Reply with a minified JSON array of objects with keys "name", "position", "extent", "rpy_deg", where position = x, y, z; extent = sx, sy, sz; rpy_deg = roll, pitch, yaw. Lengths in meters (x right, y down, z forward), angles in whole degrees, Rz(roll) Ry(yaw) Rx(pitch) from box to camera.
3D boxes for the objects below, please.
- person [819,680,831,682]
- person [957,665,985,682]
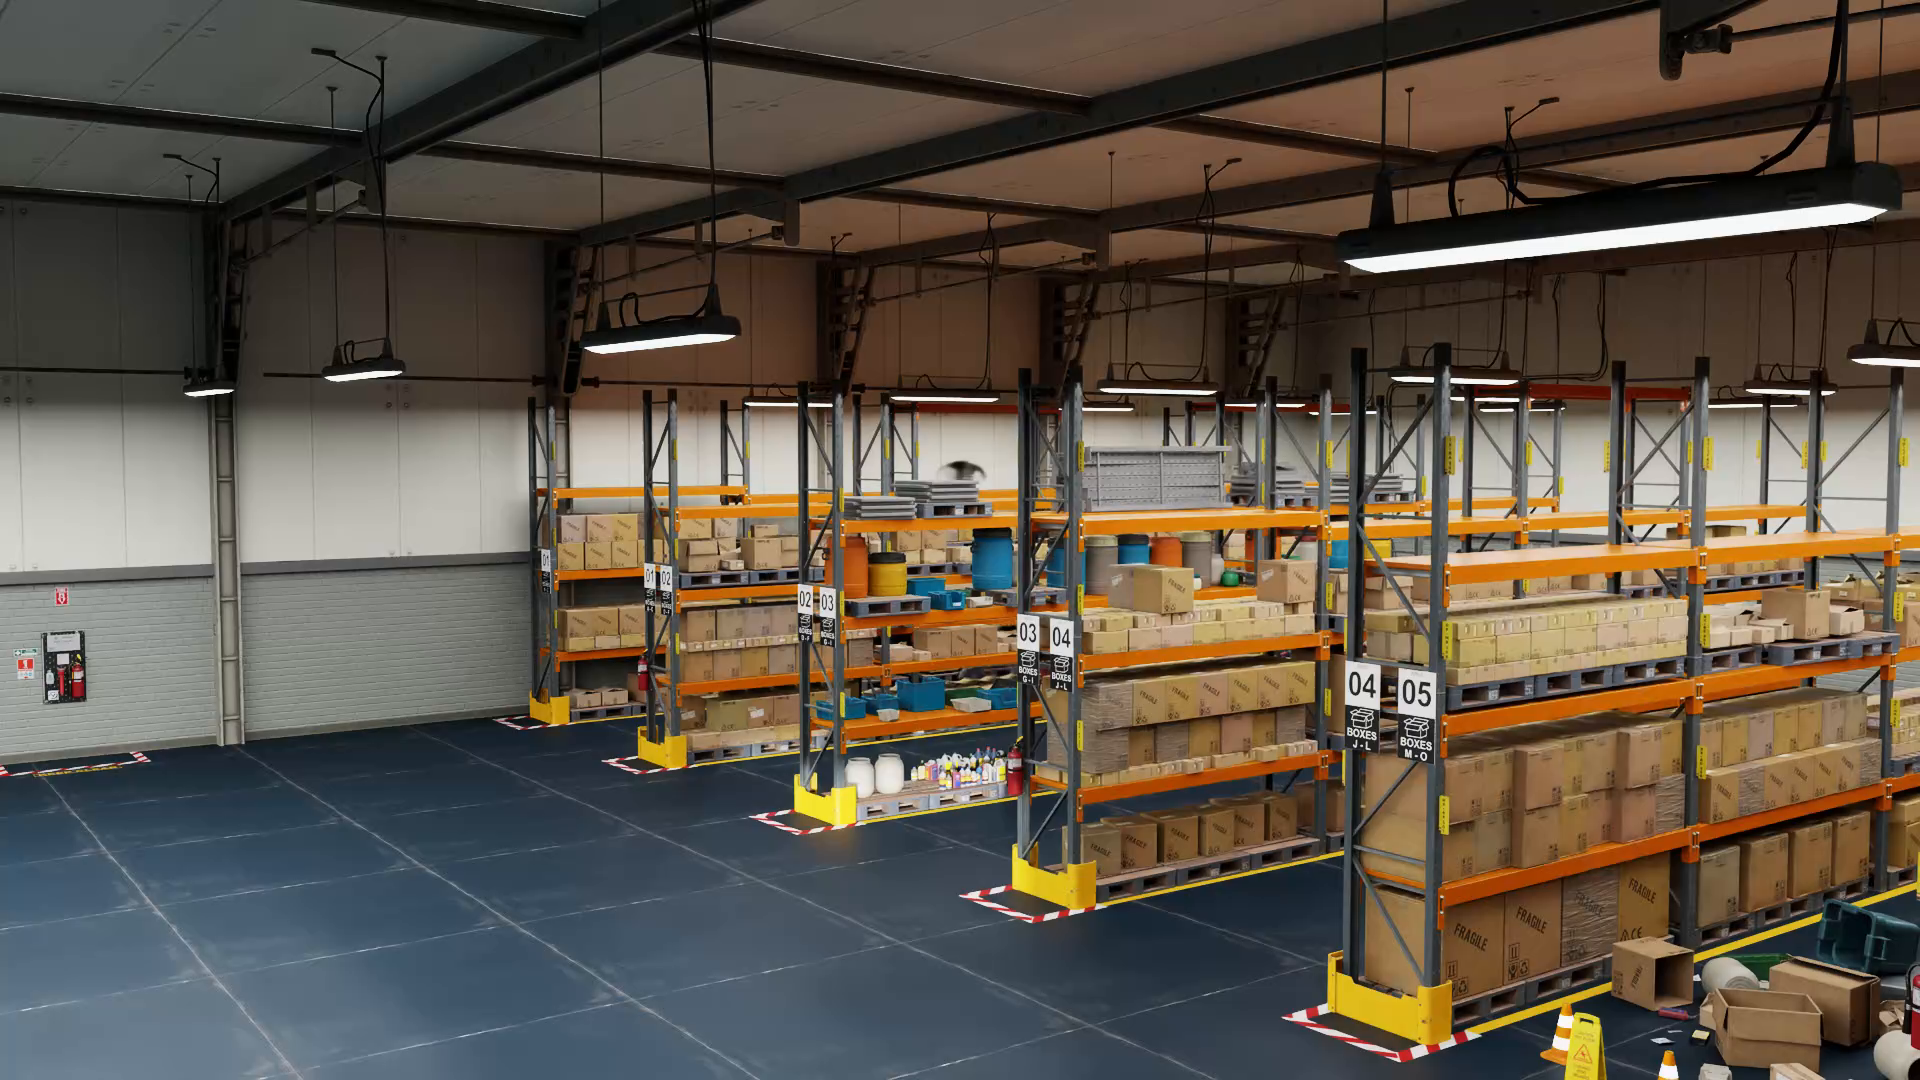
[{"name":"person","position":[-2.511,2.611,30.822],"extent":[0.569,1.556,0.770],"rpy_deg":[1,3,13]},{"name":"person","position":[0.313,2.531,32.684],"extent":[1.088,1.468,0.593],"rpy_deg":[-1,4,-16]}]
